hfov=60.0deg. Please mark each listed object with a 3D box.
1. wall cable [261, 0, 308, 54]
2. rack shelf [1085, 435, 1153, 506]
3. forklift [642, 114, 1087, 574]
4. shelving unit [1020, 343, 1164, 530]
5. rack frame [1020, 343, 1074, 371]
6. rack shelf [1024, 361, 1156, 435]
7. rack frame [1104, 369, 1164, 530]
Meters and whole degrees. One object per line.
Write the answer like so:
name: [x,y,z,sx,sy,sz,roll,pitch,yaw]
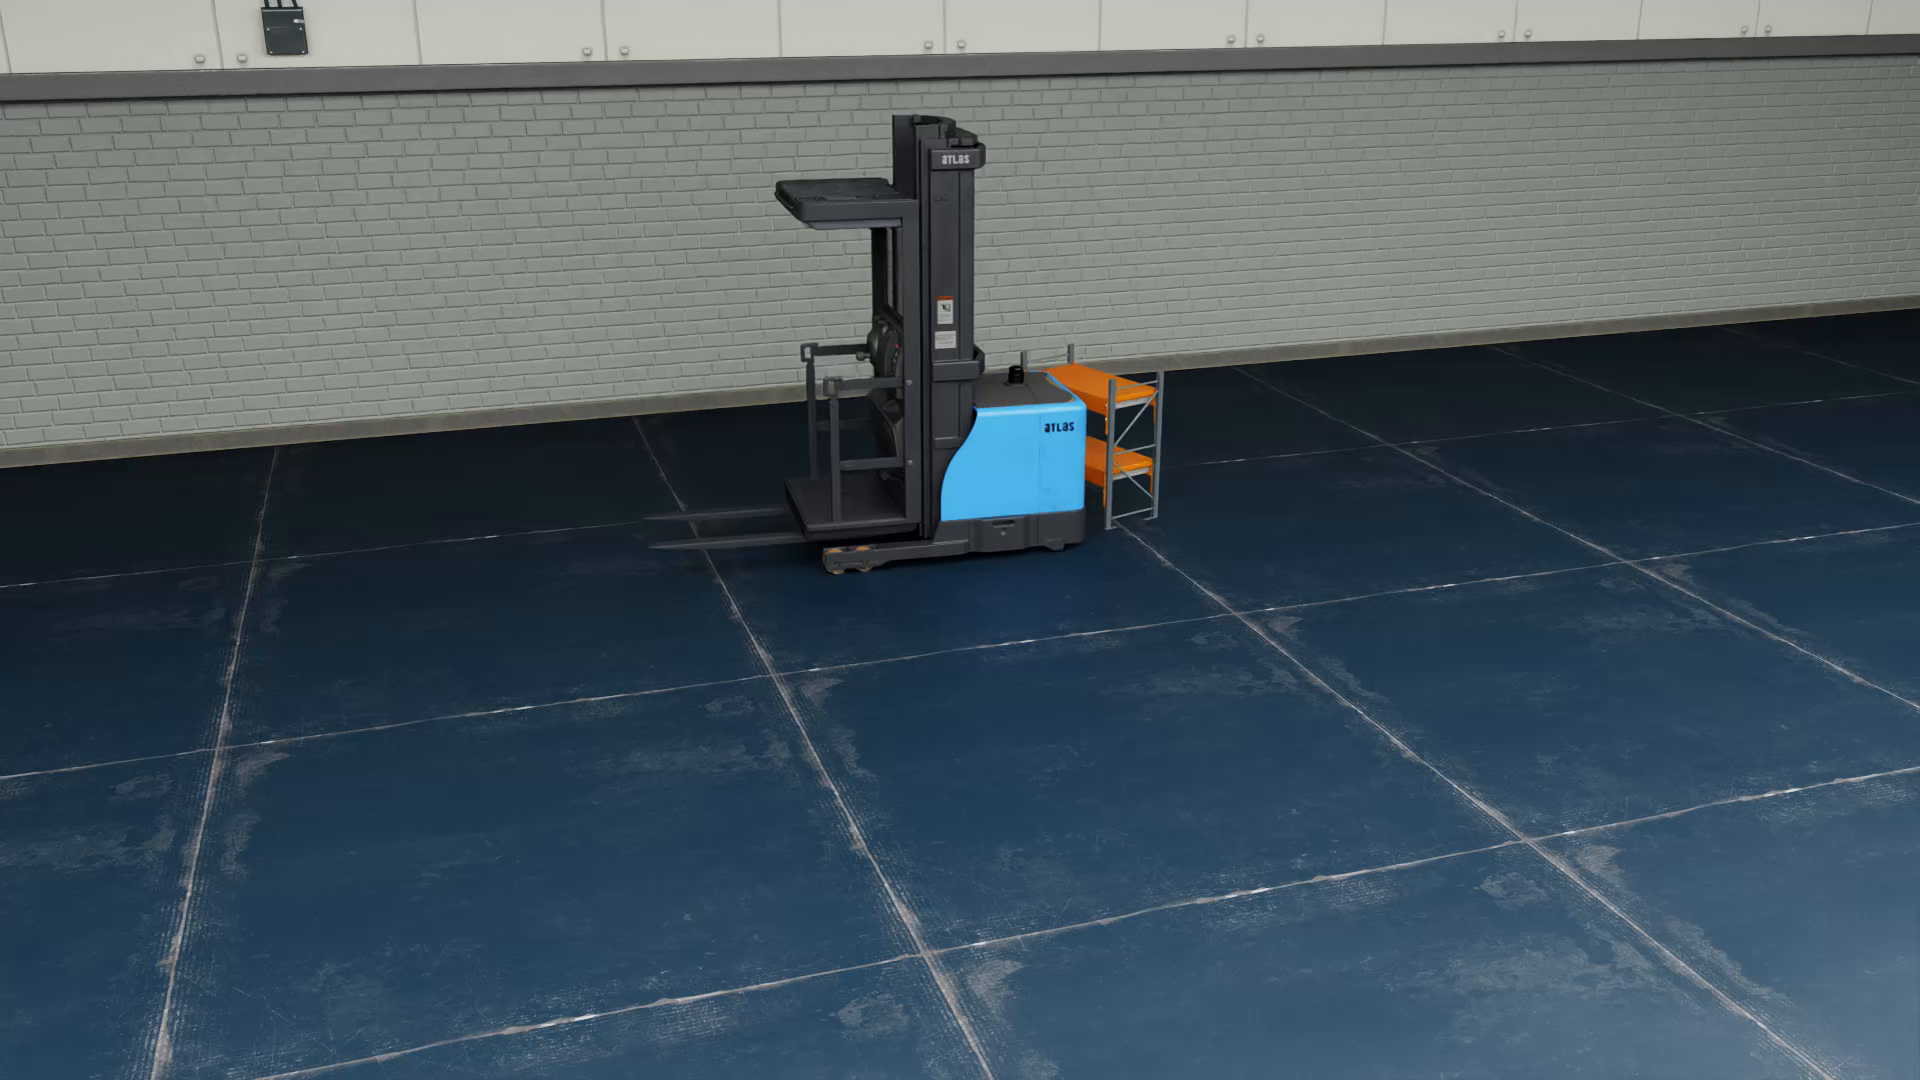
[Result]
wall cable: [-4.384,-6.789,12.475,2.305,6.003,0.169,-6,21,-17]
rack shelf: [0.964,-0.561,12.537,0.538,0.278,1.000,-14,24,-33]
forklift: [-0.690,-1.348,11.333,3.031,2.935,1.130,-5,20,-13]
shelving unit: [0.964,-0.792,12.454,0.538,1.125,1.048,-14,24,-33]
rack frame: [0.667,-0.931,12.842,0.500,1.125,0.032,-14,24,-33]
rack shelf: [0.965,-1.067,12.356,0.538,0.278,1.000,-14,24,-33]
rack frame: [1.262,-0.652,12.066,0.500,1.125,0.032,-14,24,-33]
